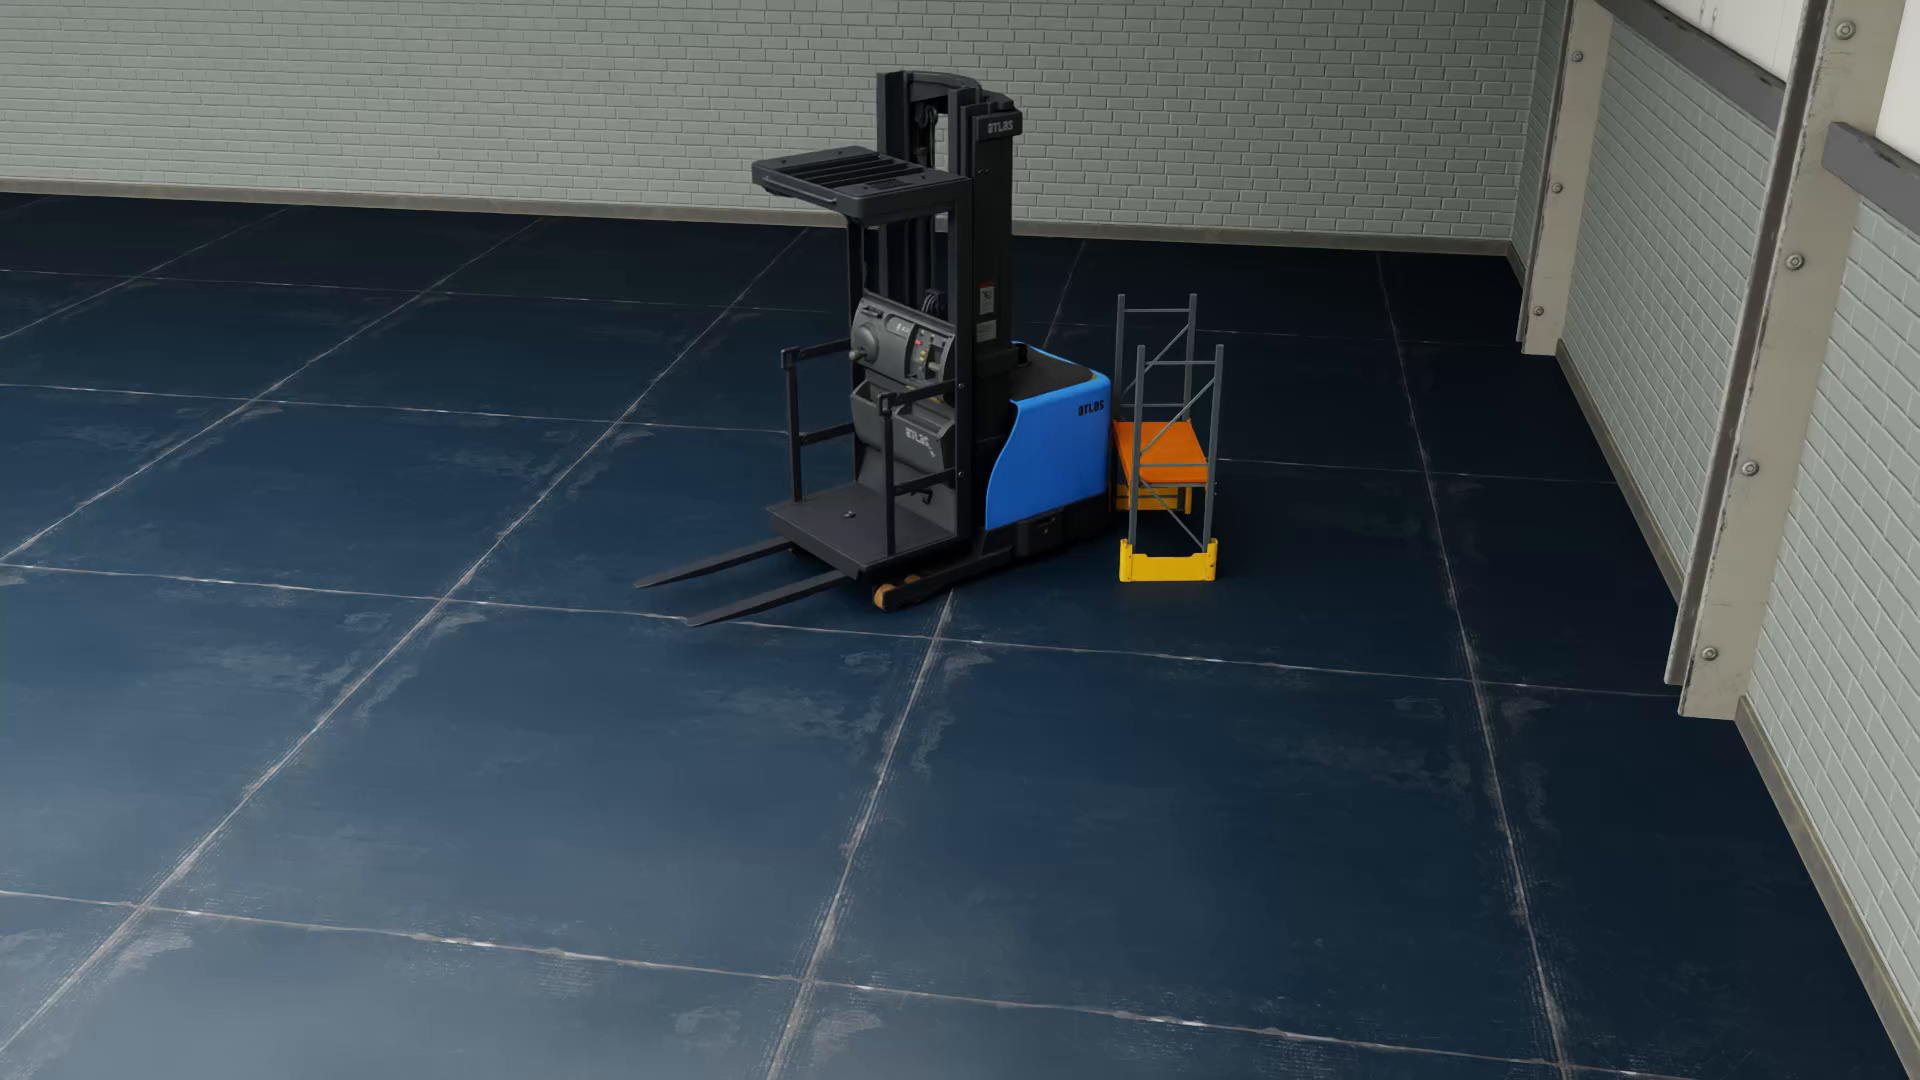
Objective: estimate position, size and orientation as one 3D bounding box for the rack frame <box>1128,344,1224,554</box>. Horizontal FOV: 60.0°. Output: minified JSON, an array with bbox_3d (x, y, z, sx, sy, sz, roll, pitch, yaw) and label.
[{"bbox_3d":[1.277,-0.444,9.930,0.500,1.500,0.032,-1,25,-1],"label":"rack frame"}]

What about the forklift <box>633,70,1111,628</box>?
[{"bbox_3d":[-0.509,-1.153,9.755,3.031,2.935,1.130,-18,31,-34],"label":"forklift"}]

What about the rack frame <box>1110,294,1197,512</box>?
[{"bbox_3d":[1.252,-0.875,10.851,0.500,1.500,0.032,-1,25,-1],"label":"rack frame"}]

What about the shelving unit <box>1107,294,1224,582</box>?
[{"bbox_3d":[1.265,-0.656,10.382,0.587,1.500,1.083,-1,25,-1],"label":"shelving unit"}]

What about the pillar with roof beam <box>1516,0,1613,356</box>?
[{"bbox_3d":[0.713,-6.028,13.014,9.100,9.000,0.400,4,25,9],"label":"pillar with roof beam"}]

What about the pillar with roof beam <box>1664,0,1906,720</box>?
[{"bbox_3d":[-0.267,-3.519,7.653,9.100,9.000,0.400,4,25,9],"label":"pillar with roof beam"}]

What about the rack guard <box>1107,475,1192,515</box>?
[{"bbox_3d":[1.252,-0.301,11.098,0.587,0.250,0.087,-1,25,-1],"label":"rack guard"}]

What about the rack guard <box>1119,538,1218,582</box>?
[{"bbox_3d":[1.277,0.121,10.196,0.587,0.250,0.087,-1,25,-1],"label":"rack guard"}]

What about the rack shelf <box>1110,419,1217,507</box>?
[{"bbox_3d":[1.264,-0.497,10.467,0.538,0.185,1.000,-1,25,-1],"label":"rack shelf"}]
